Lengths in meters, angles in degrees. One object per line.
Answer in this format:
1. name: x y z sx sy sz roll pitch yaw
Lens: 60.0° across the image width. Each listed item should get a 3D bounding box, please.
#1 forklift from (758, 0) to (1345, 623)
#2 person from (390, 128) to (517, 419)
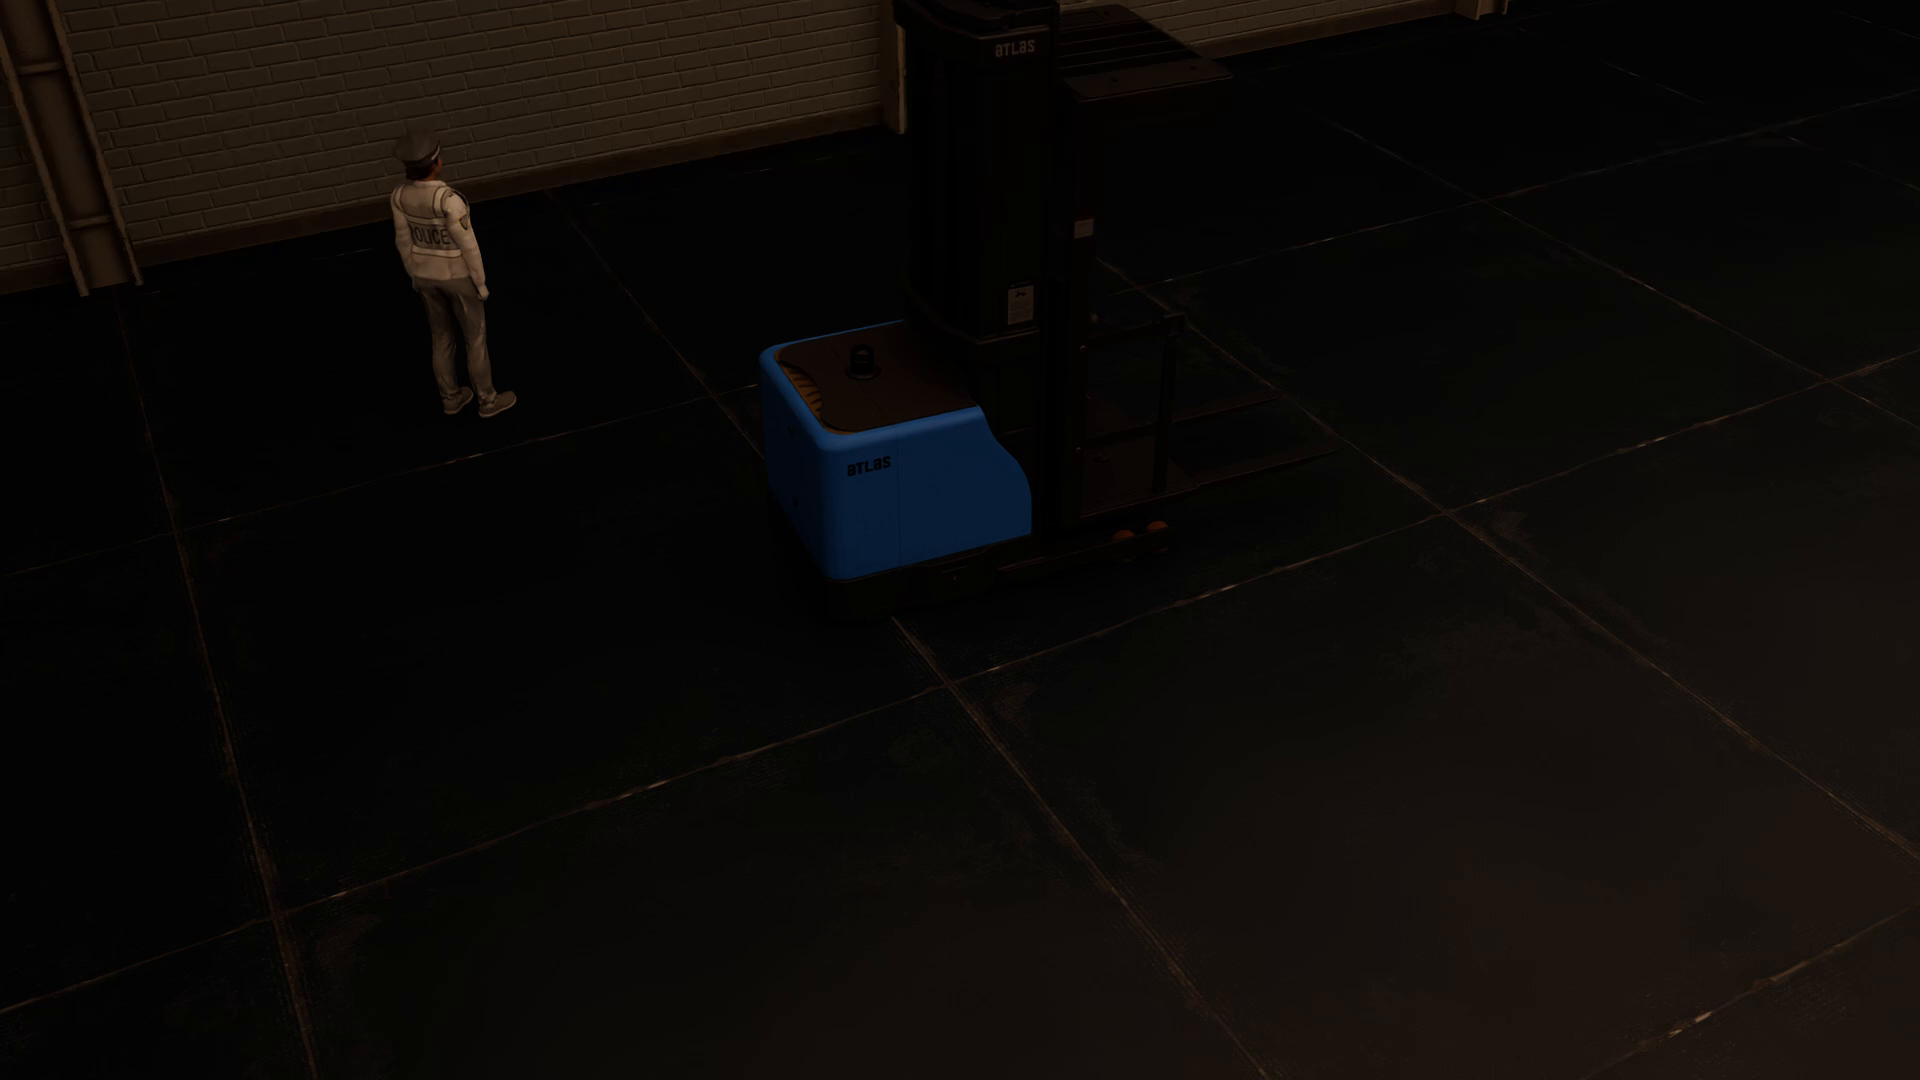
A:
1. forklift: 0.562 -1.348 8.031 3.031 2.935 1.130 -14 38 -19
2. person: -2.855 -1.467 9.278 0.472 1.691 0.332 9 36 13
